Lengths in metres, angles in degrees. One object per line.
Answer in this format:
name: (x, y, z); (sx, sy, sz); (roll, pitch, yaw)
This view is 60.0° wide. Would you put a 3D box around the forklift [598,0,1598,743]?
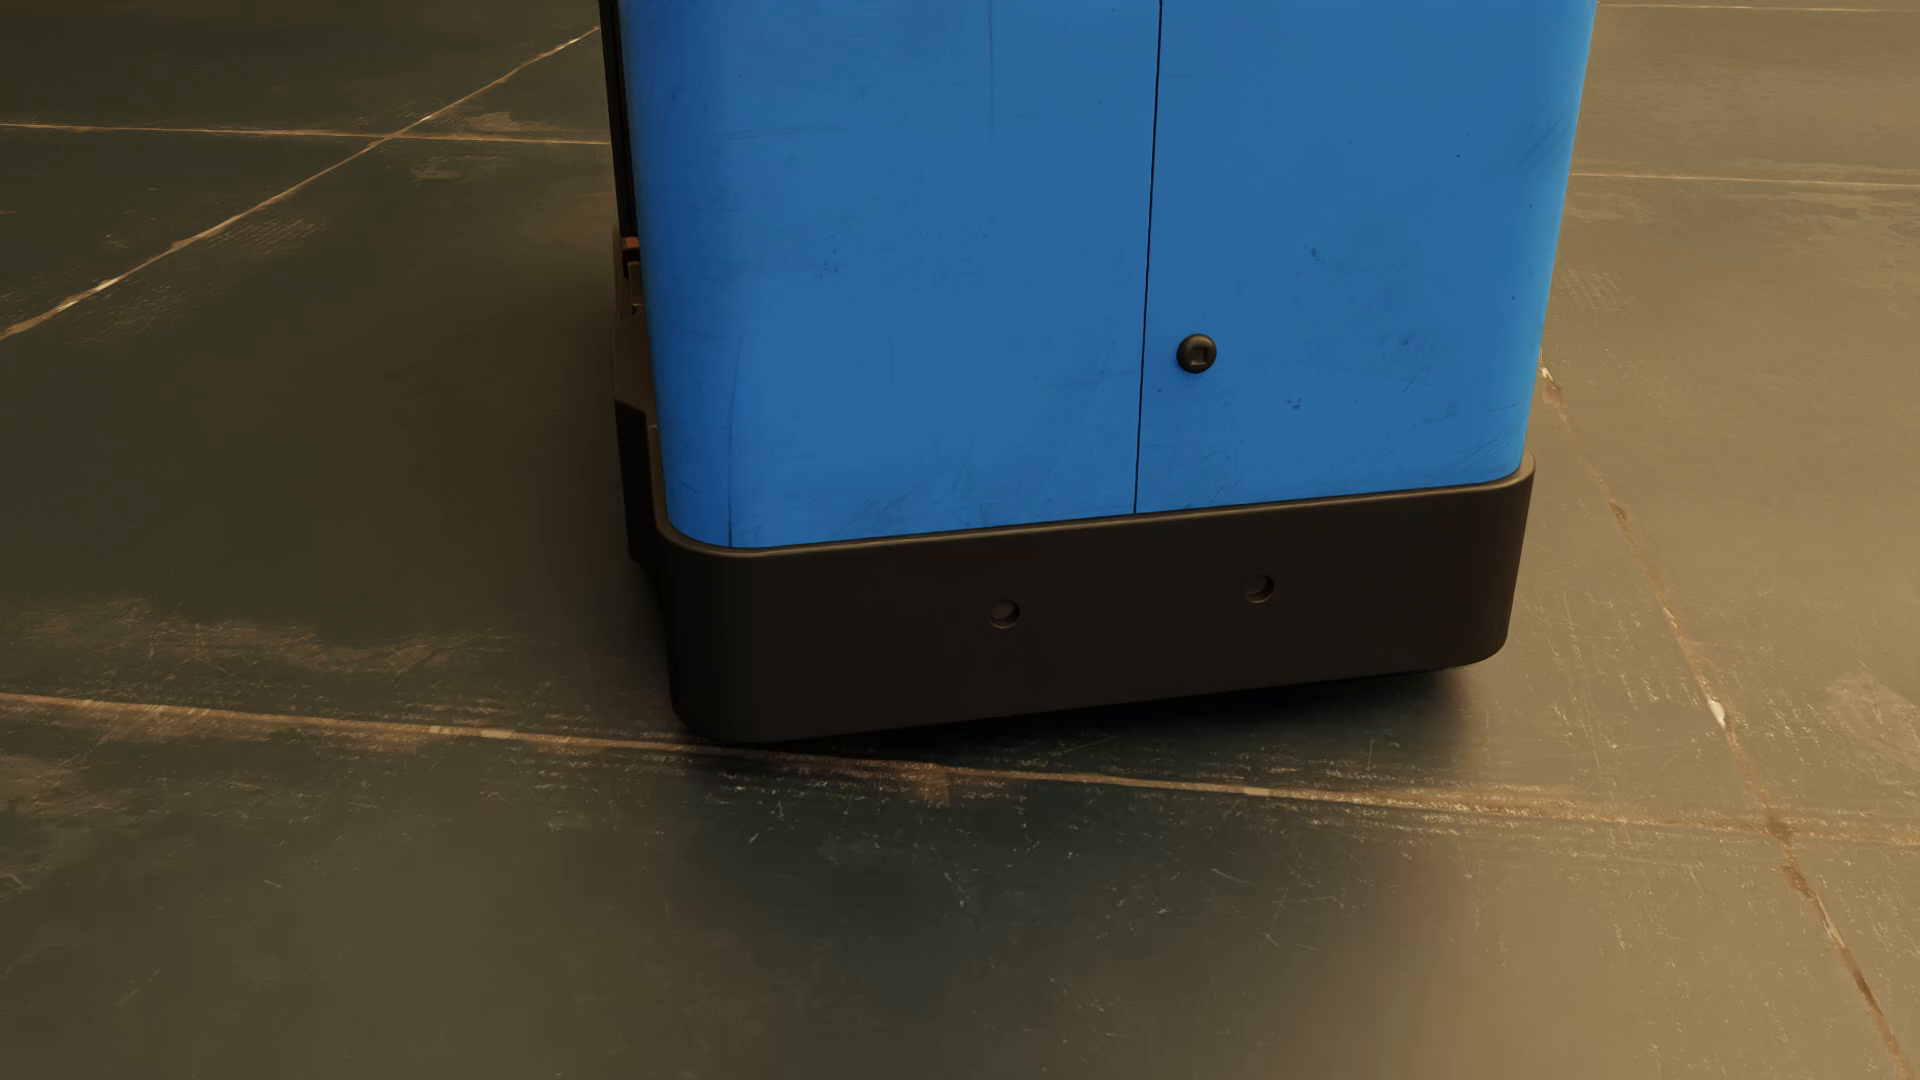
forklift: (-0.105, -1.717, 2.659); (1.130, 2.935, 3.031); (-5, 27, -10)
